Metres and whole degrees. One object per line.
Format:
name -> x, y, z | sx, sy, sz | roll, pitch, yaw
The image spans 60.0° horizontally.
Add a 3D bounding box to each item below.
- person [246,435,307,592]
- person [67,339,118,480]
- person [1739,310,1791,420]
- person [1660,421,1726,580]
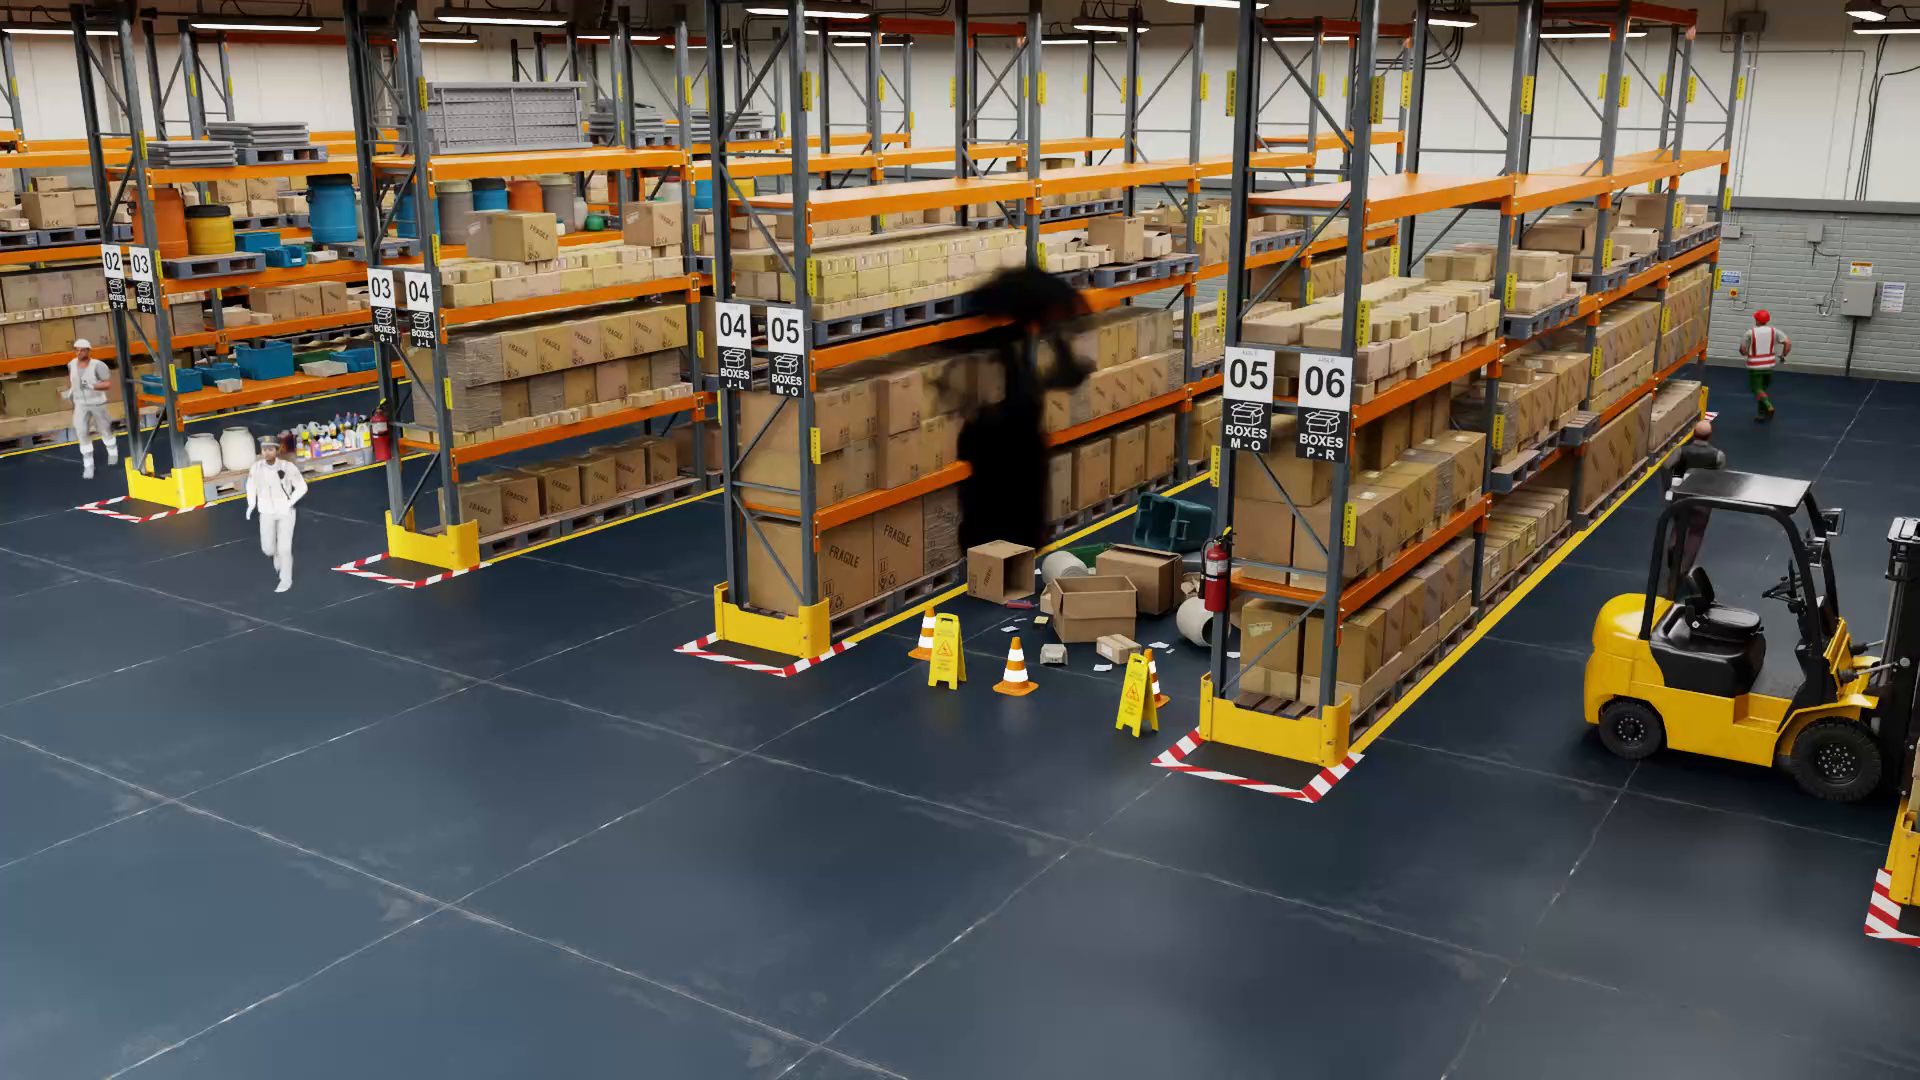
person -> -7.084, -0.298, 17.272 | 0.627, 1.653, 0.563 | -2, 16, -7
person -> -11.616, -1.785, 22.249 | 0.650, 1.835, 0.894 | -2, 16, -8
person -> 12.290, -2.643, 25.528 | 0.718, 1.768, 0.819 | 2, 16, 6
person -> 7.780, -0.445, 17.677 | 0.640, 1.675, 0.662 | 9, 18, 29
